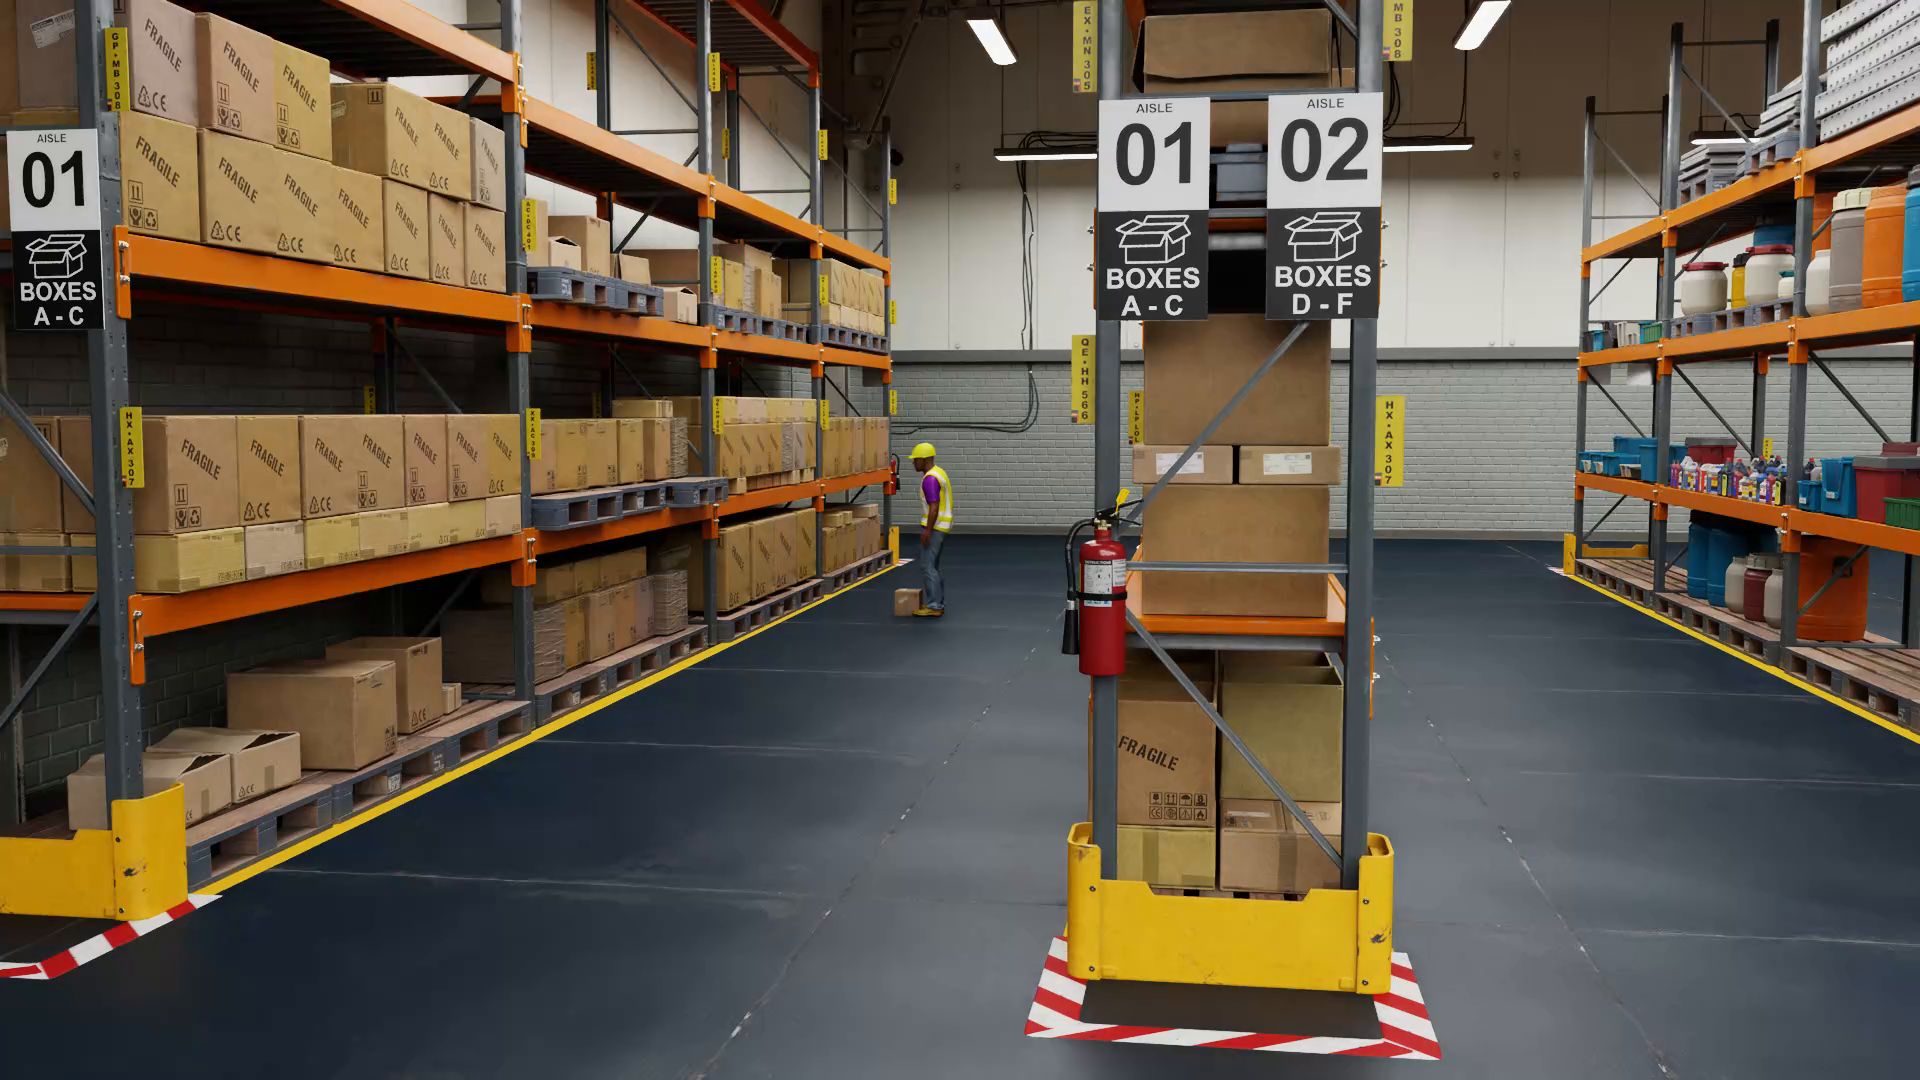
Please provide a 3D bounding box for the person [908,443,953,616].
[{"bbox_3d":[-0.300,-0.110,16.962,0.460,1.759,0.629,0,4,5],"label":"person"}]
